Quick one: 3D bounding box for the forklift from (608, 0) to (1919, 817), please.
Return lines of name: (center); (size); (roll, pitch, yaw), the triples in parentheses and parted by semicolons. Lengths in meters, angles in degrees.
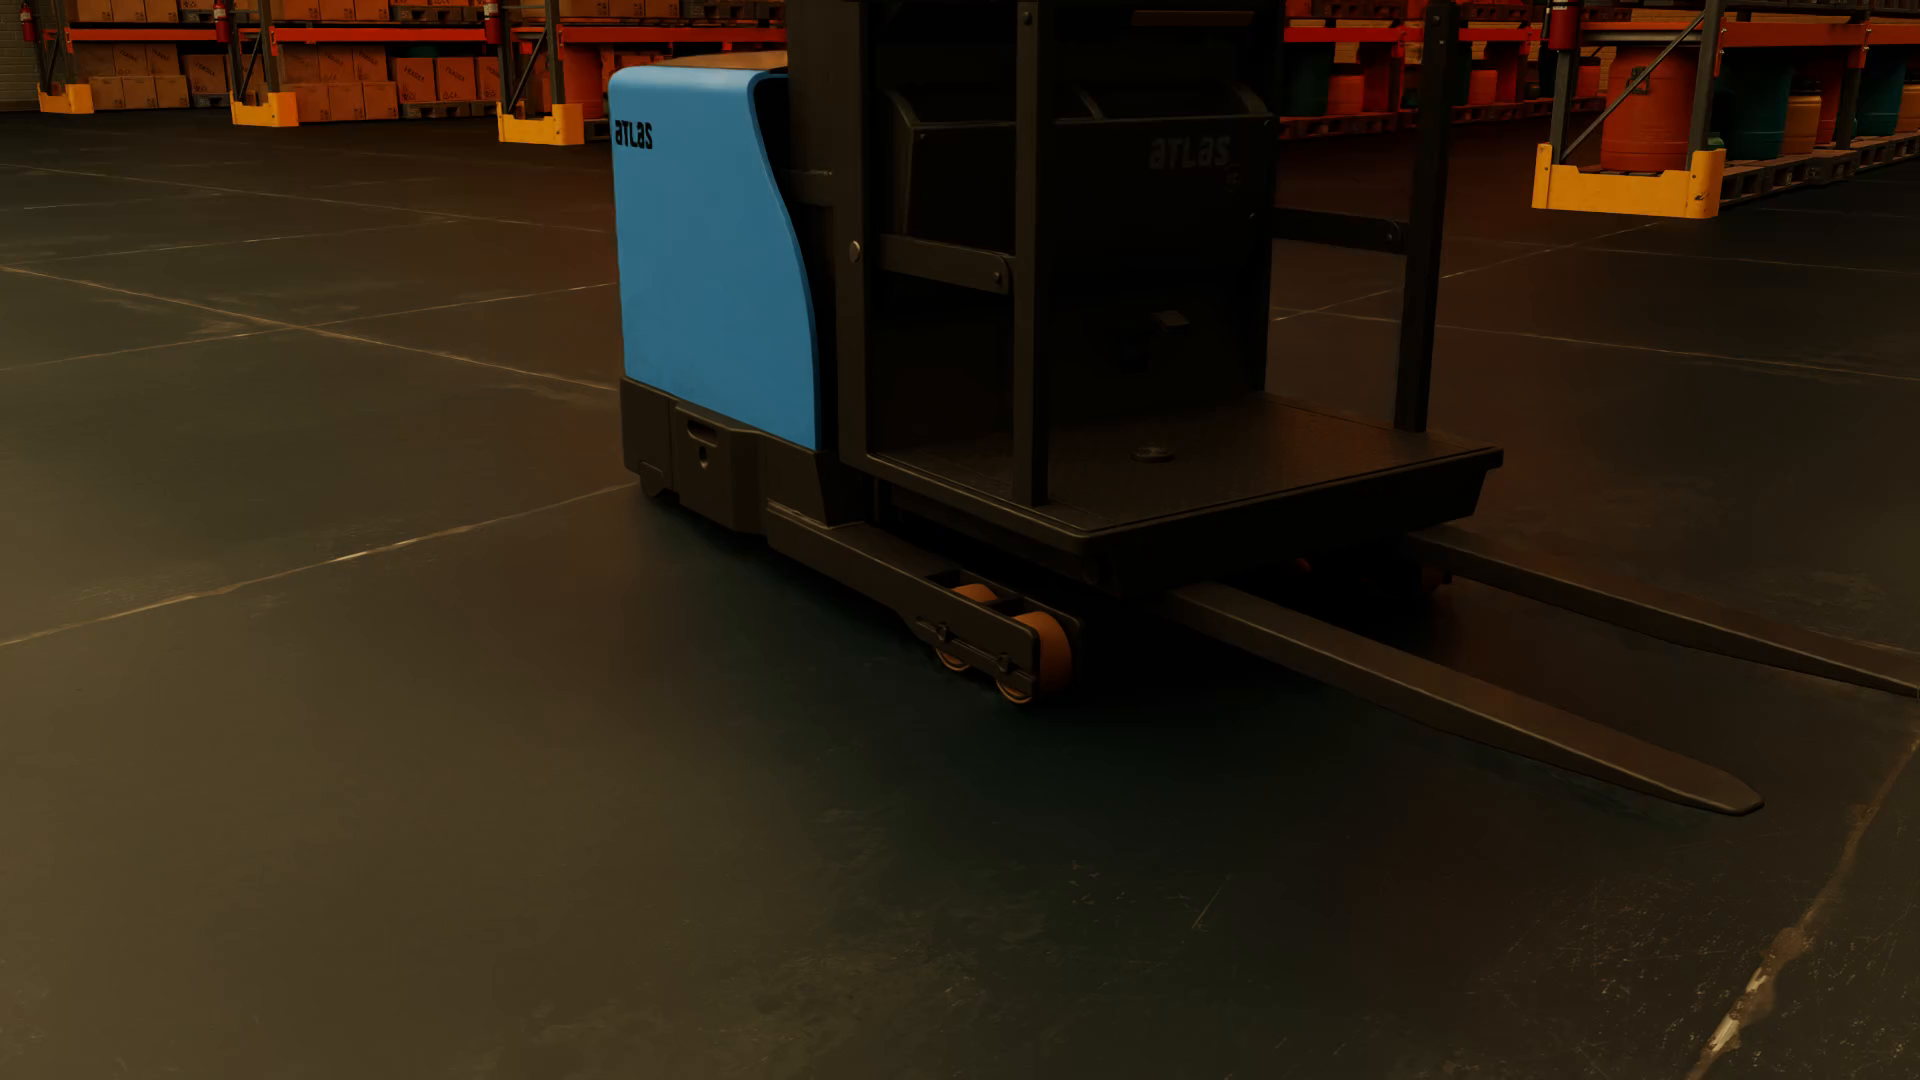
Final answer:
forklift: (0.376, -1.267, 3.069); (1.130, 2.935, 3.031); (-11, 20, -33)
